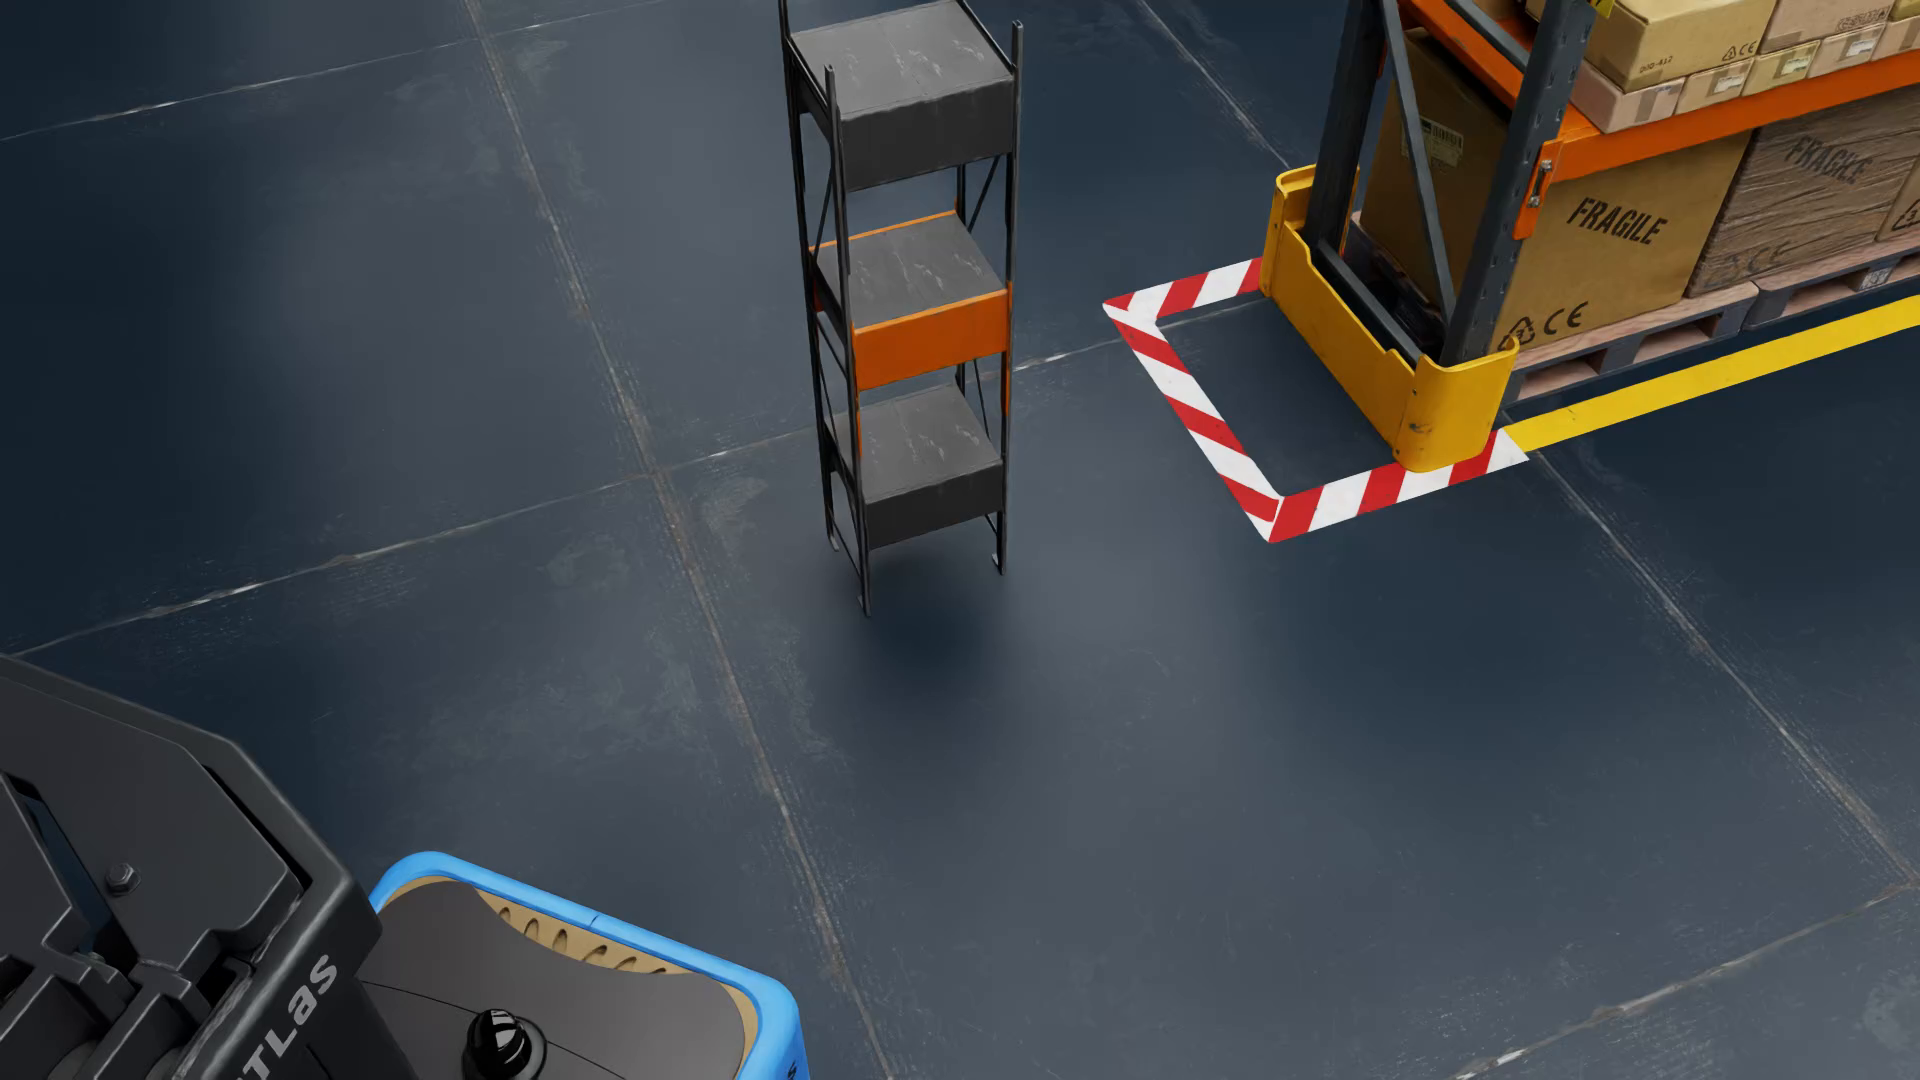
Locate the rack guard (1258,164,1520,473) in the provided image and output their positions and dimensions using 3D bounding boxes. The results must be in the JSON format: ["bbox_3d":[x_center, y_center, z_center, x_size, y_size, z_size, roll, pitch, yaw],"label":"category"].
[{"bbox_3d":[1.548,-0.846,6.147,0.348,0.500,1.175,-17,52,-14],"label":"rack guard"}]

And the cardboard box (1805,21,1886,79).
[{"bbox_3d":[2.738,-1.680,5.381,0.250,0.149,0.380,-18,52,-15],"label":"cardboard box"}]

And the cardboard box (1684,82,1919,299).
[{"bbox_3d":[2.975,-1.613,6.282,0.875,0.875,0.875,-17,52,-14],"label":"cardboard box"}]

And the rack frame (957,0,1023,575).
[{"bbox_3d":[0.073,-0.707,4.973,0.015,2.100,0.400,-17,52,-14],"label":"rack frame"}]

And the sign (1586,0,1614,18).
[{"bbox_3d":[1.774,-1.584,4.510,0.005,0.325,0.100,-17,52,-14],"label":"sign"}]

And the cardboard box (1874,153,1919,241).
[{"bbox_3d":[3.799,-1.868,6.501,0.875,0.875,0.875,-17,52,-14],"label":"cardboard box"}]

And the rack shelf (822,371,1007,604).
[{"bbox_3d":[-0.153,-0.172,5.454,0.480,0.518,0.431,-17,52,-14],"label":"rack shelf"}]

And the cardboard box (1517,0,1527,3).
[{"bbox_3d":[1.918,-2.041,5.428,0.500,0.250,0.500,-18,52,-15],"label":"cardboard box"}]

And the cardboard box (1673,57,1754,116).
[{"bbox_3d":[2.260,-1.530,5.253,0.250,0.149,0.380,-18,52,-15],"label":"cardboard box"}]

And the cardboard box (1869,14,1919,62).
[{"bbox_3d":[2.974,-1.752,5.443,0.250,0.149,0.380,-18,52,-15],"label":"cardboard box"}]

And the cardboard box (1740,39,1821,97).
[{"bbox_3d":[2.497,-1.604,5.316,0.250,0.149,0.380,-18,52,-15],"label":"cardboard box"}]

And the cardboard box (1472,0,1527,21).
[{"bbox_3d":[1.775,-1.919,5.587,0.250,0.149,0.380,-16,51,-14],"label":"cardboard box"}]

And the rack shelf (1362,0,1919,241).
[{"bbox_3d":[3.421,-2.007,5.971,4.000,0.370,1.077,-17,52,-14],"label":"rack shelf"}]

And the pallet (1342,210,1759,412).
[{"bbox_3d":[2.281,-1.043,6.507,1.213,0.211,1.003,-17,52,-14],"label":"pallet"}]

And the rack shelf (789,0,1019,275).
[{"bbox_3d":[-0.153,-1.084,4.392,0.480,0.518,0.431,-17,52,-14],"label":"rack shelf"}]

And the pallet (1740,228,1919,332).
[{"bbox_3d":[3.408,-1.390,6.805,1.213,0.211,1.003,-17,52,-14],"label":"pallet"}]

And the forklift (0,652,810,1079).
[{"bbox_3d":[-1.341,1.605,2.440,1.130,2.935,3.031,17,51,14],"label":"forklift"}]

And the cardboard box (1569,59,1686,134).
[{"bbox_3d":[2.023,-1.456,5.189,0.250,0.149,0.380,-17,51,-14],"label":"cardboard box"}]

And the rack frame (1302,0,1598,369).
[{"bbox_3d":[1.570,-1.668,5.205,0.127,3.000,1.000,-17,52,-14],"label":"rack frame"}]

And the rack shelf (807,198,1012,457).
[{"bbox_3d":[-0.153,-0.628,4.923,0.480,0.518,0.431,-17,52,-14],"label":"rack shelf"}]

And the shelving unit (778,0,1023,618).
[{"bbox_3d":[-0.153,-0.637,4.913,0.503,2.100,0.431,-17,52,-14],"label":"shelving unit"}]

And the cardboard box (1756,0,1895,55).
[{"bbox_3d":[2.595,-1.817,5.236,0.500,0.250,0.500,-18,52,-15],"label":"cardboard box"}]

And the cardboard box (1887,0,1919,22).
[{"bbox_3d":[3.062,-1.959,5.358,0.500,0.250,0.500,-19,52,-15],"label":"cardboard box"}]

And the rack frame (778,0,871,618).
[{"bbox_3d":[-0.379,-0.567,4.853,0.015,2.100,0.400,-17,52,-14],"label":"rack frame"}]

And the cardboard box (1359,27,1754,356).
[{"bbox_3d":[2.132,-1.352,6.058,0.875,0.875,0.875,-17,52,-14],"label":"cardboard box"}]

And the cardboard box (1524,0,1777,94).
[{"bbox_3d":[2.116,-1.664,5.104,0.500,0.250,0.500,-18,52,-15],"label":"cardboard box"}]
